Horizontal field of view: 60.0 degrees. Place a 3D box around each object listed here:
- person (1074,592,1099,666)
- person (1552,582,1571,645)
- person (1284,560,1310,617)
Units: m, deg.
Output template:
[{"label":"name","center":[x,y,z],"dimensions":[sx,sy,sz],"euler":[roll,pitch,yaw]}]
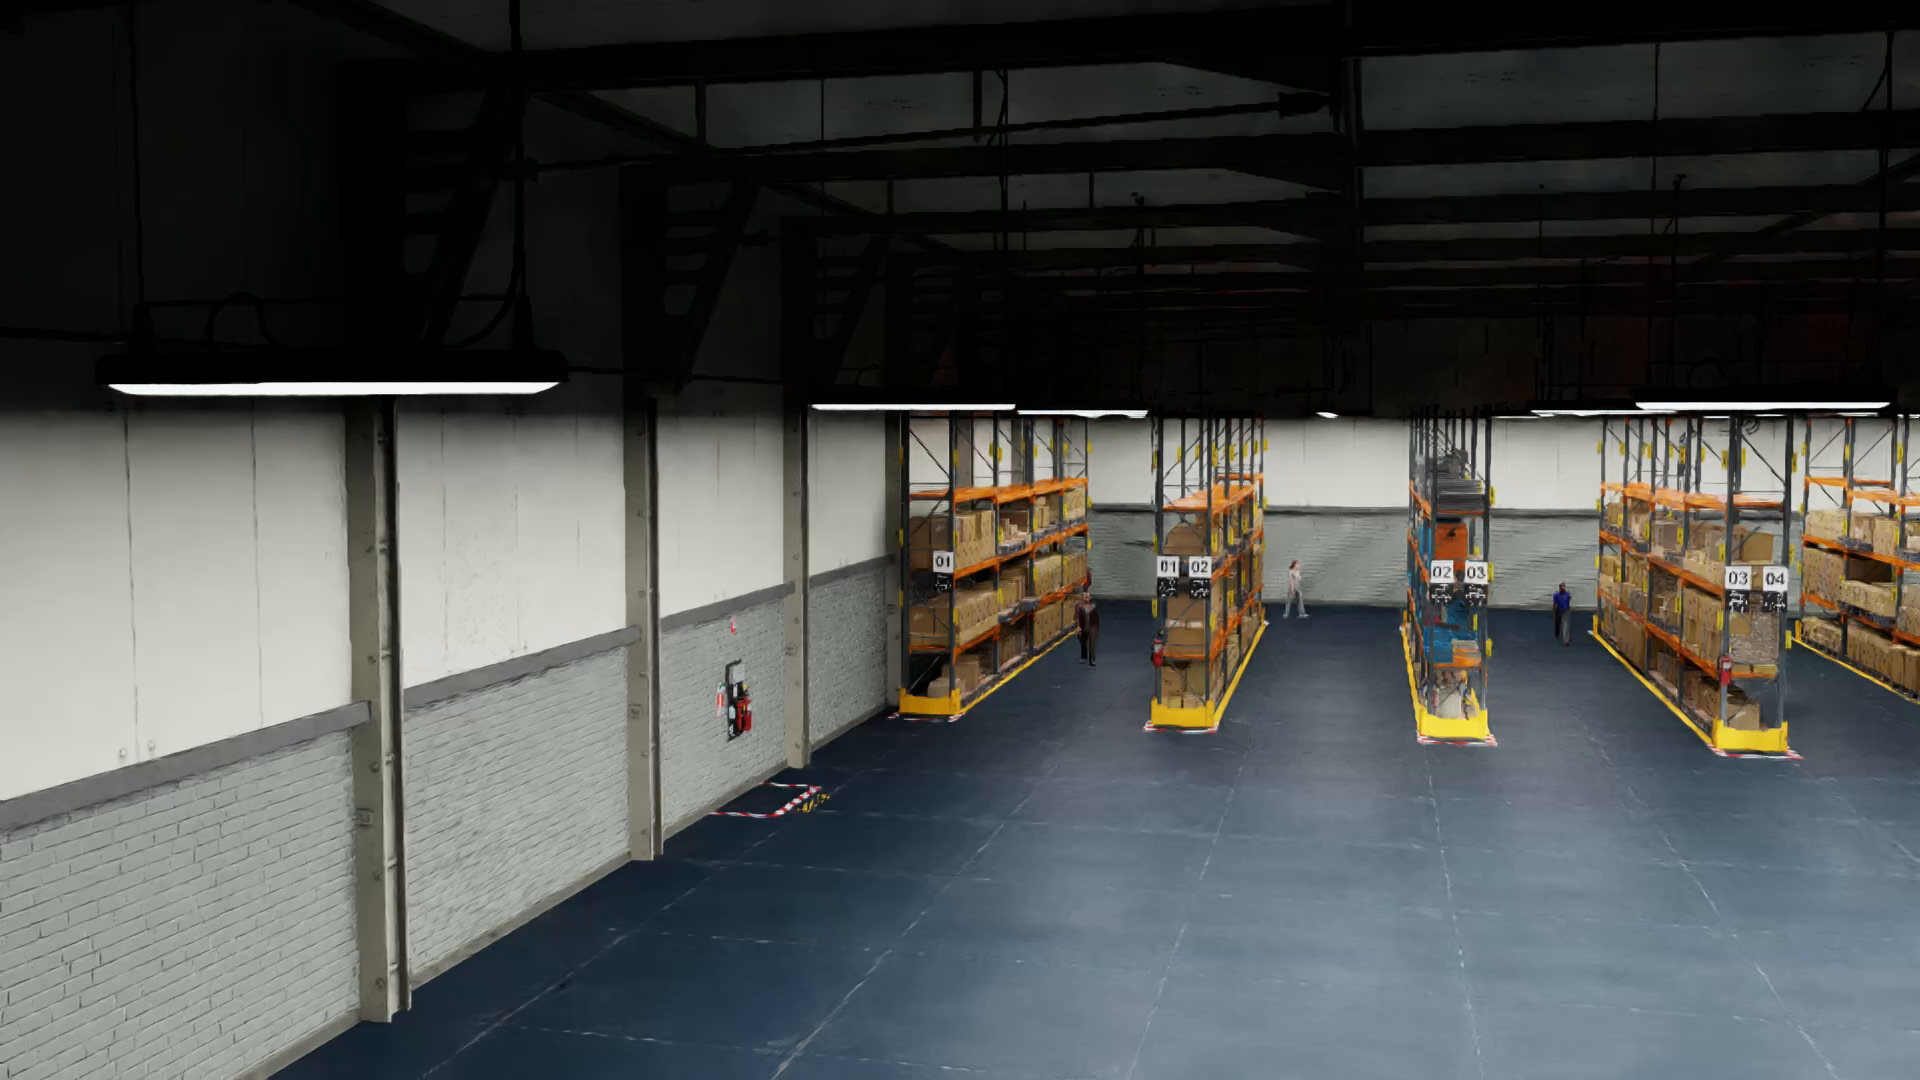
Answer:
[{"label":"person","center":[2.955,2.060,38.887],"dimensions":[0.580,1.715,1.102],"euler":[0,4,6]},{"label":"person","center":[15.419,1.862,42.640],"dimensions":[0.447,1.574,1.088],"euler":[1,4,16]},{"label":"person","center":[9.768,1.410,48.388],"dimensions":[0.687,1.658,0.564],"euler":[-3,5,-39]}]
